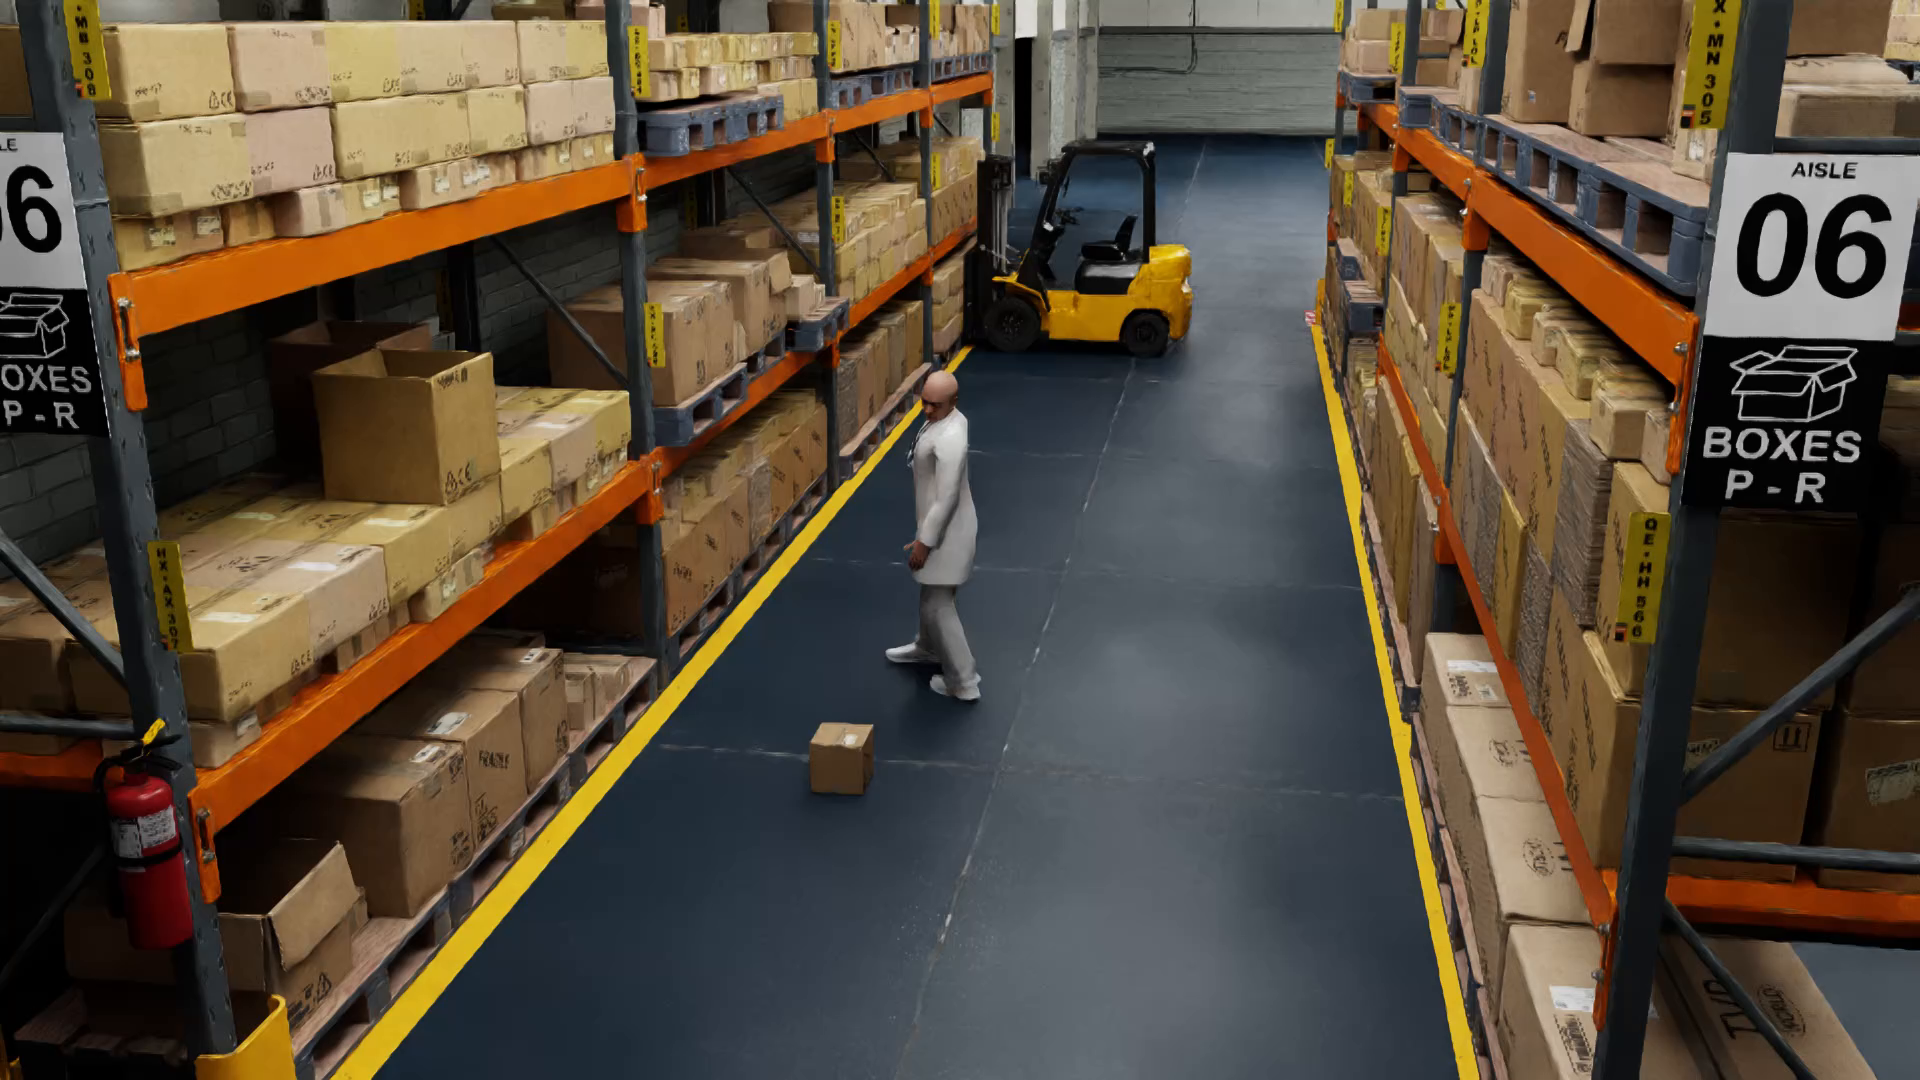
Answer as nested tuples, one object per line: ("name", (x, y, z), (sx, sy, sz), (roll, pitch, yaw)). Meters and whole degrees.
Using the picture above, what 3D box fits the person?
("person", (-0.156, -0.050, 8.789), (0.619, 1.774, 0.682), (3, 18, 10))
